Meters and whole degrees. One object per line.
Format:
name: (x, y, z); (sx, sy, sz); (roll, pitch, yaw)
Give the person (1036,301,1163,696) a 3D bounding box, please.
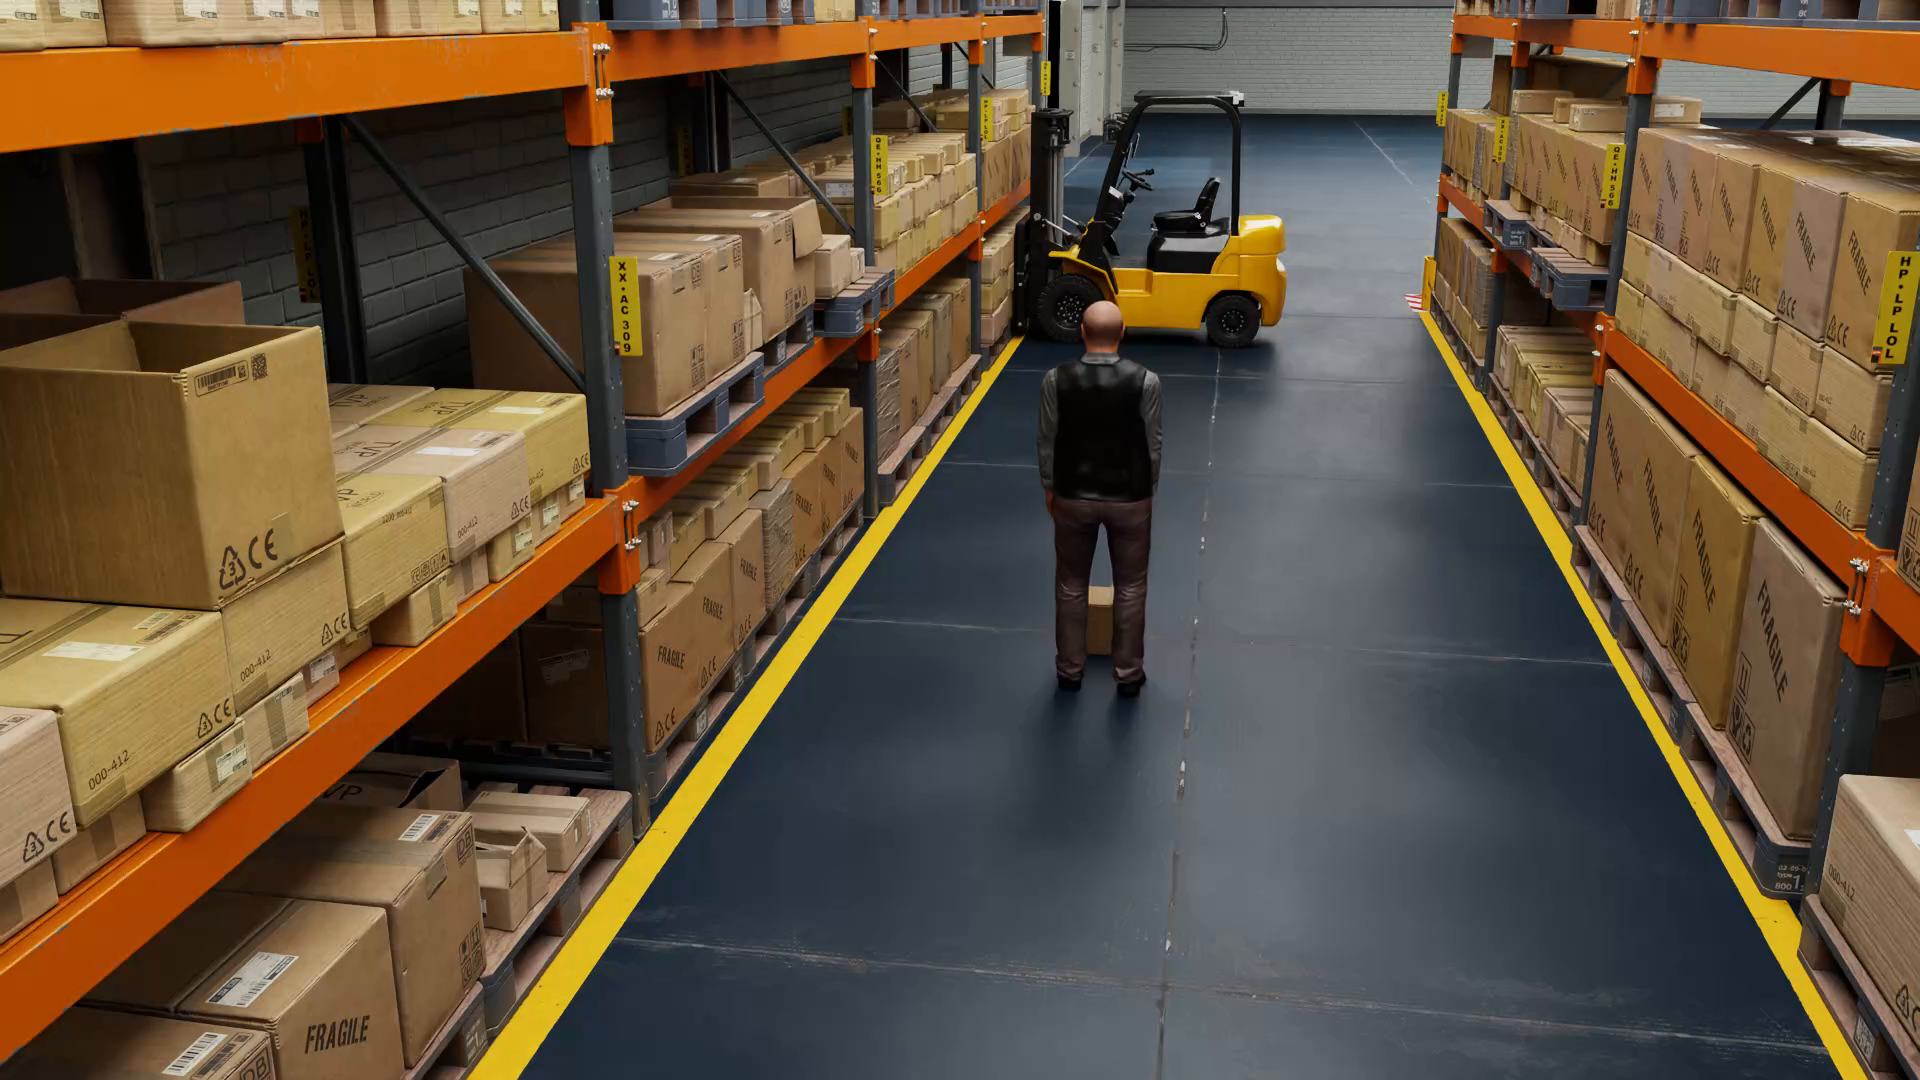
person: (0.593, -0.170, 7.158); (0.536, 1.713, 0.356); (3, 18, 10)
